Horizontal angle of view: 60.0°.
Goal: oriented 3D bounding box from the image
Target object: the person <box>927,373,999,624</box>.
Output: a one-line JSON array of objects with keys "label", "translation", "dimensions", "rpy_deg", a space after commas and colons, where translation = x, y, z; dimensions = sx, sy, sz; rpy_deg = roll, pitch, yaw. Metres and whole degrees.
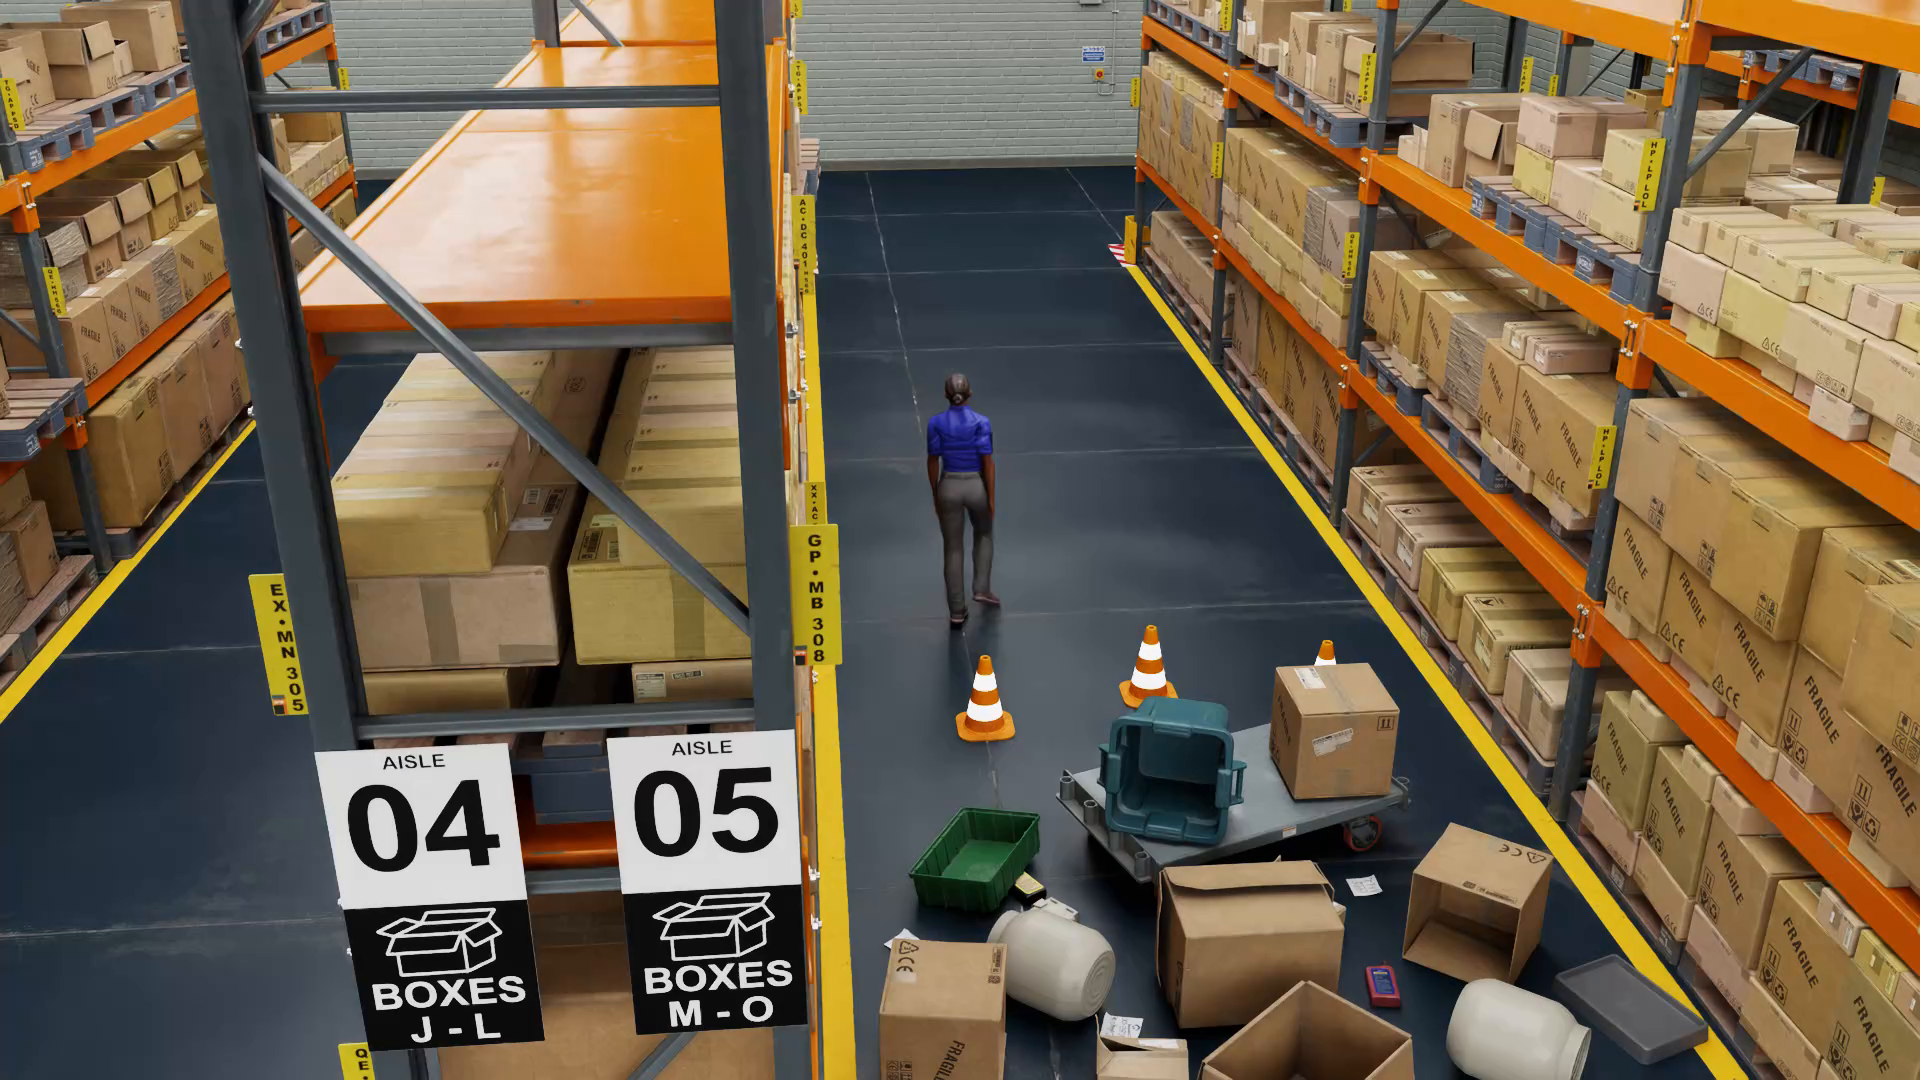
[{"label": "person", "translation": [0.019, -0.252, 10.911], "dimensions": [0.482, 1.669, 0.533], "rpy_deg": [1, 24, 3]}]
